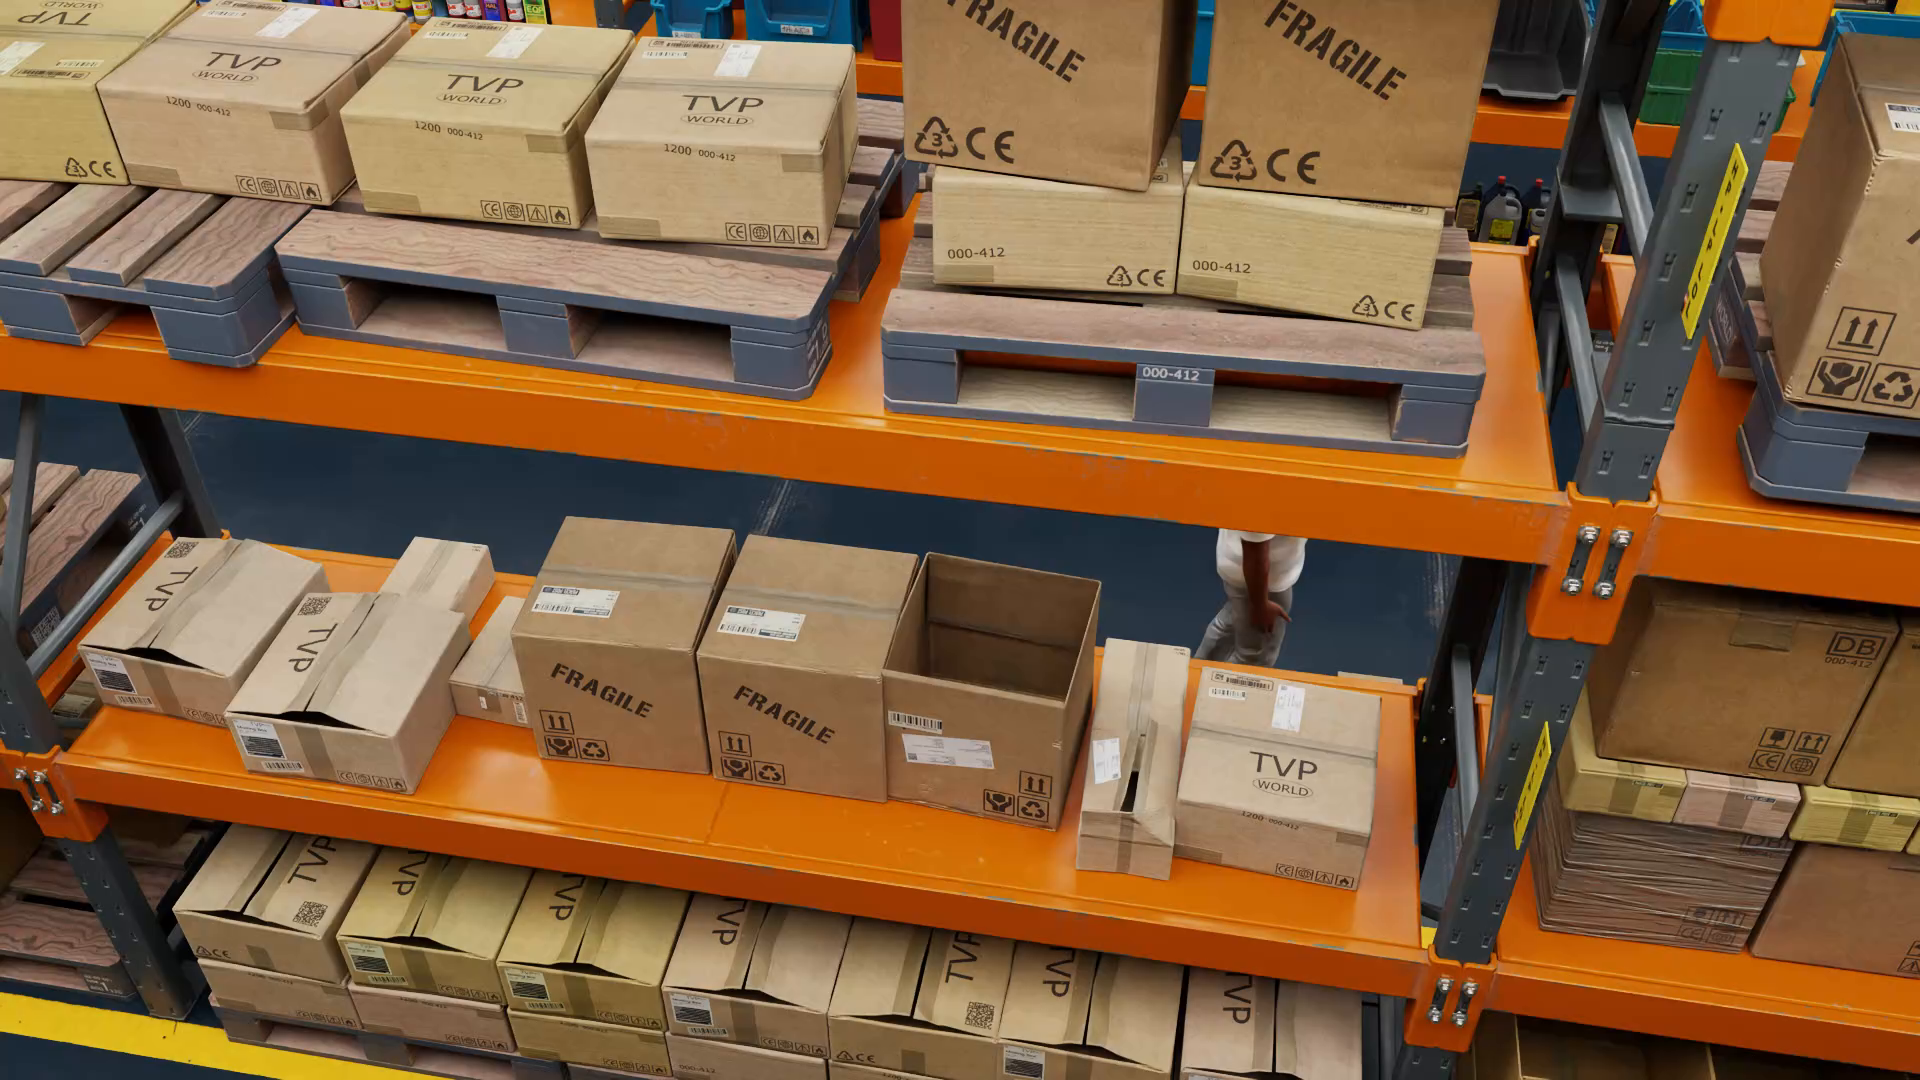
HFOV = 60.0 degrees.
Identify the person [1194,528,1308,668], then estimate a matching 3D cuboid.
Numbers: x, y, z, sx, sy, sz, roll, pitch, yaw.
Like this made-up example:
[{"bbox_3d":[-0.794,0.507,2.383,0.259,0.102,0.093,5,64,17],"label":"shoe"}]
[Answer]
[{"bbox_3d":[1.104,0.093,6.082,0.450,1.834,0.571,7,41,8],"label":"person"}]
